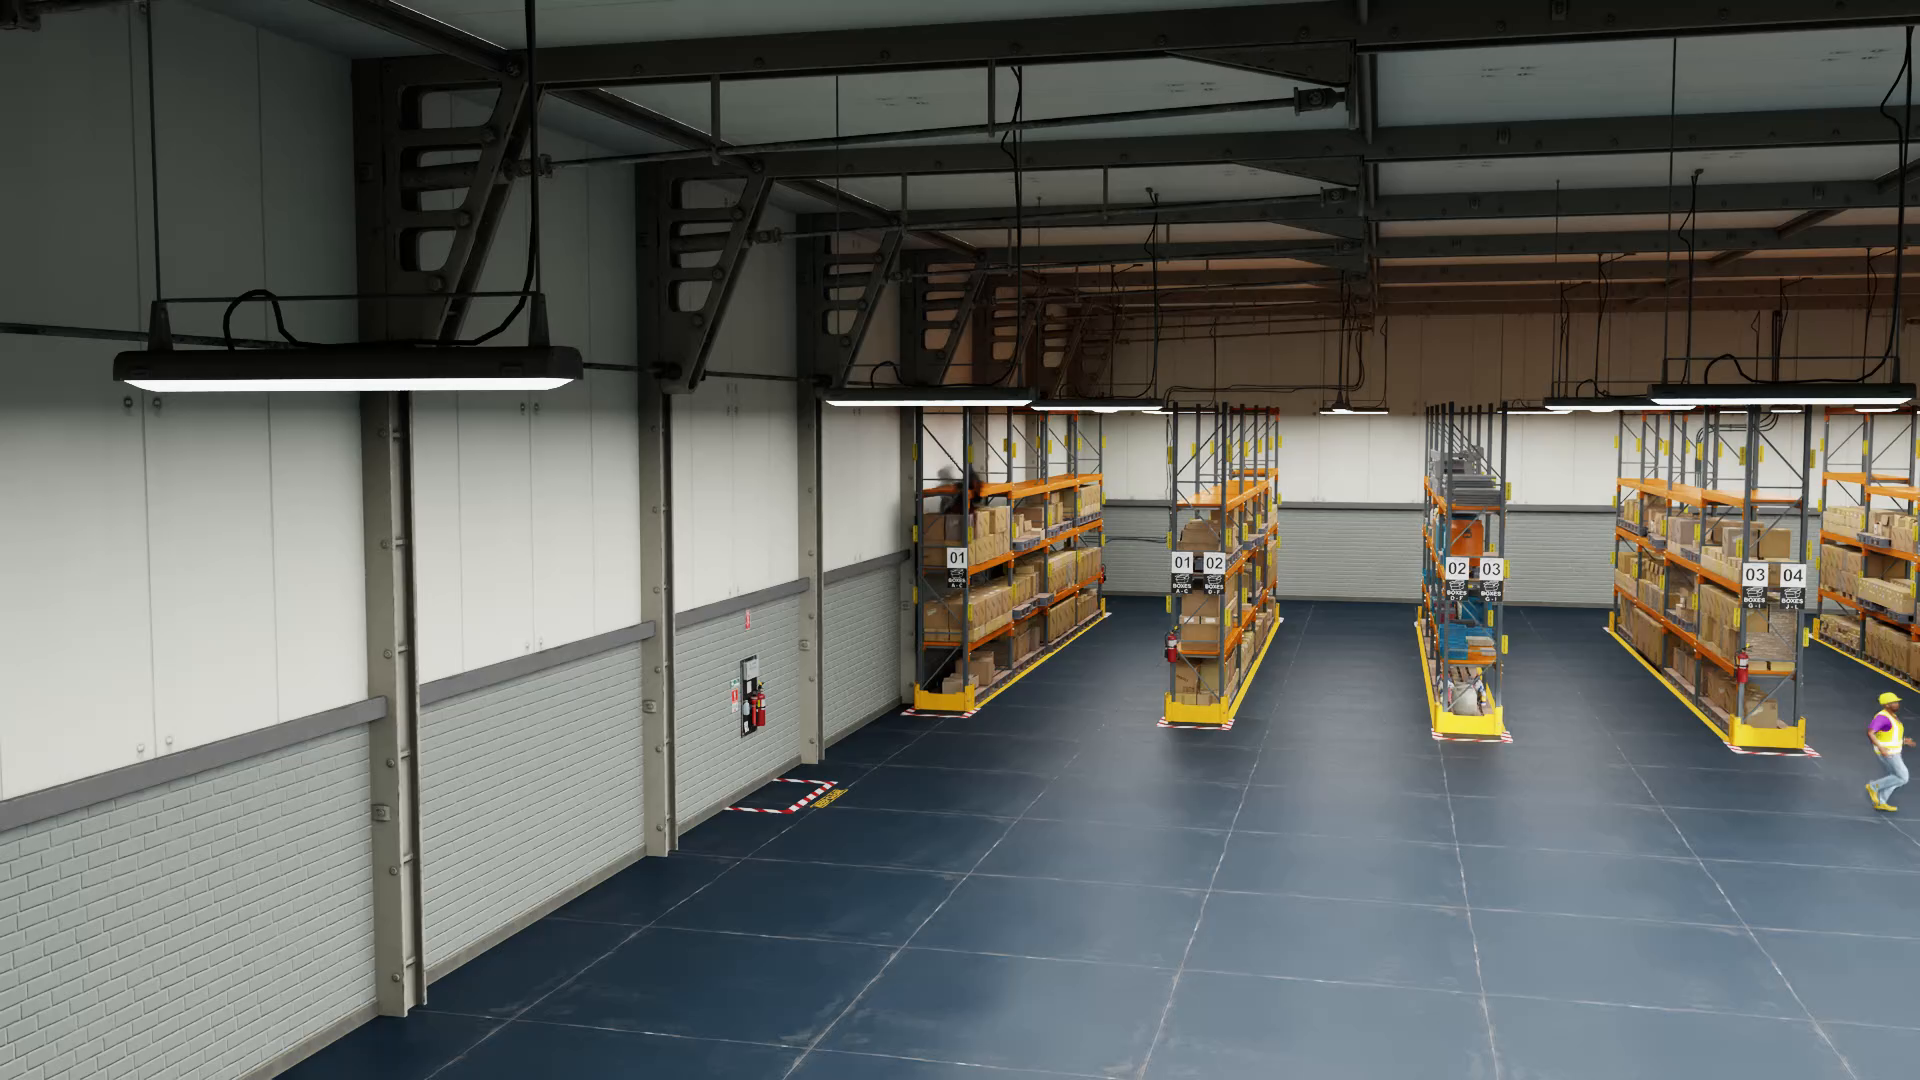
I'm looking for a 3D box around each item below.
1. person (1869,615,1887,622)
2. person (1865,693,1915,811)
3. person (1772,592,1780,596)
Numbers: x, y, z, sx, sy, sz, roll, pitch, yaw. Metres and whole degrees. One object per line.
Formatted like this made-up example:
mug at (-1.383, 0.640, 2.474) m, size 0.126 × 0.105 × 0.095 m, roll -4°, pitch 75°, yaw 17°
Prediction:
person at (23.955, 1.685, 43.402) m, size 0.712 × 1.669 × 0.822 m, roll -2°, pitch 5°, yaw -25°
person at (13.515, 3.078, 24.141) m, size 0.576 × 1.720 × 0.698 m, roll 4°, pitch 6°, yaw 40°
person at (20.808, 1.732, 42.699) m, size 0.660 × 1.658 × 0.910 m, roll 2°, pitch 5°, yaw 23°
